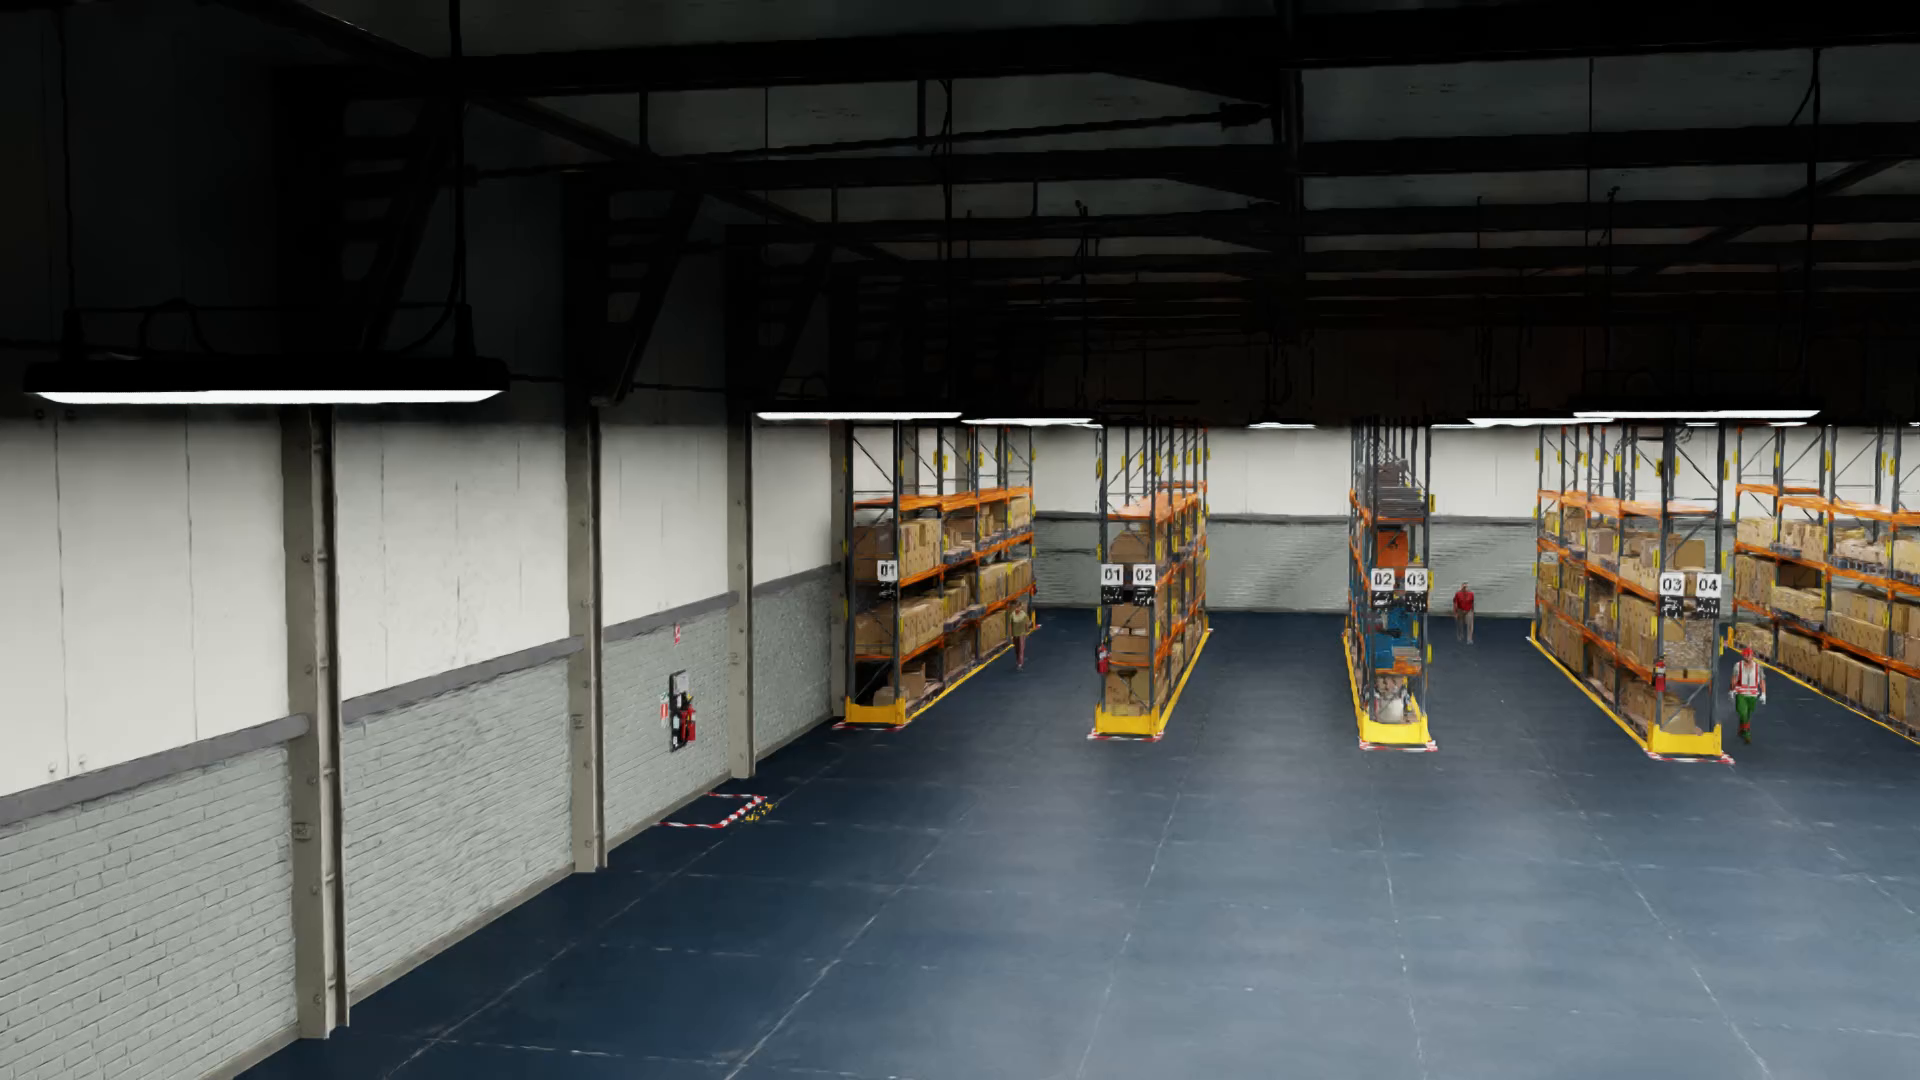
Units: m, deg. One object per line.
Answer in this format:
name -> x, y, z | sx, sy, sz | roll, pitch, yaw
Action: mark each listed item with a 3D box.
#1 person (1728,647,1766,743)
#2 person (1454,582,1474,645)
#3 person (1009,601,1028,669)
person -> 14.441, 2.824, 30.473 | 0.565, 1.736, 1.044 | 1, 4, 10
person -> 13.436, 1.933, 44.324 | 0.542, 1.645, 1.126 | 1, 4, 14
person -> 1.389, 2.262, 39.929 | 0.448, 1.571, 1.099 | 1, 4, 14
